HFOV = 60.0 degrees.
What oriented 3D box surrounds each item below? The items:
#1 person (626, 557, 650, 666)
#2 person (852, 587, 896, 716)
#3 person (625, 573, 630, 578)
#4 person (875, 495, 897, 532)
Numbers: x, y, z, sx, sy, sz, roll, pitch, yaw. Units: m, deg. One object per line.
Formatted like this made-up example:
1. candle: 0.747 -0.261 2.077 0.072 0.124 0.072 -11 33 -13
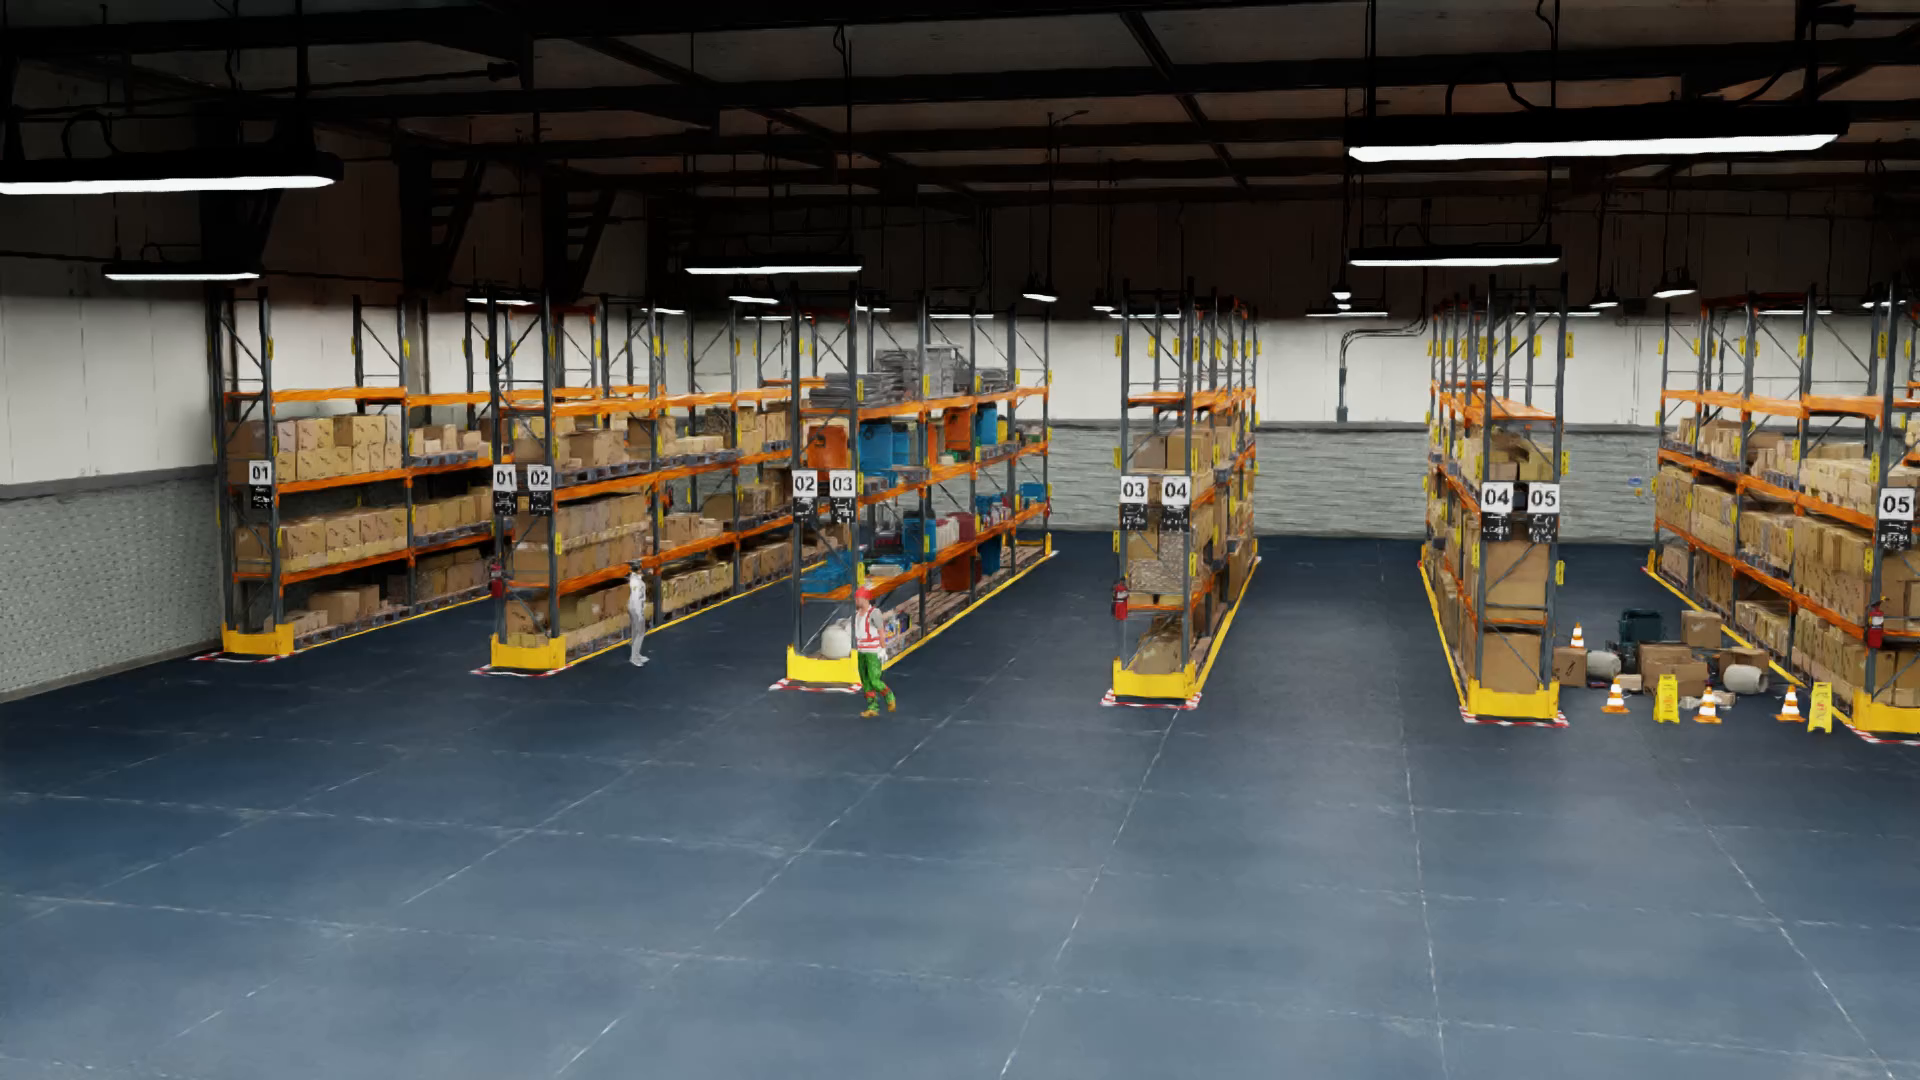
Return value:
1. person: -5.150 1.146 26.567 0.361 1.727 0.539 -2 7 -15
2. person: -1.183 1.519 22.726 0.560 1.780 0.587 -6 9 -41
3. person: -6.997 0.162 34.940 0.445 1.658 0.579 -2 7 -16
4. person: -2.042 -1.039 45.210 0.709 1.704 0.835 0 7 -3
